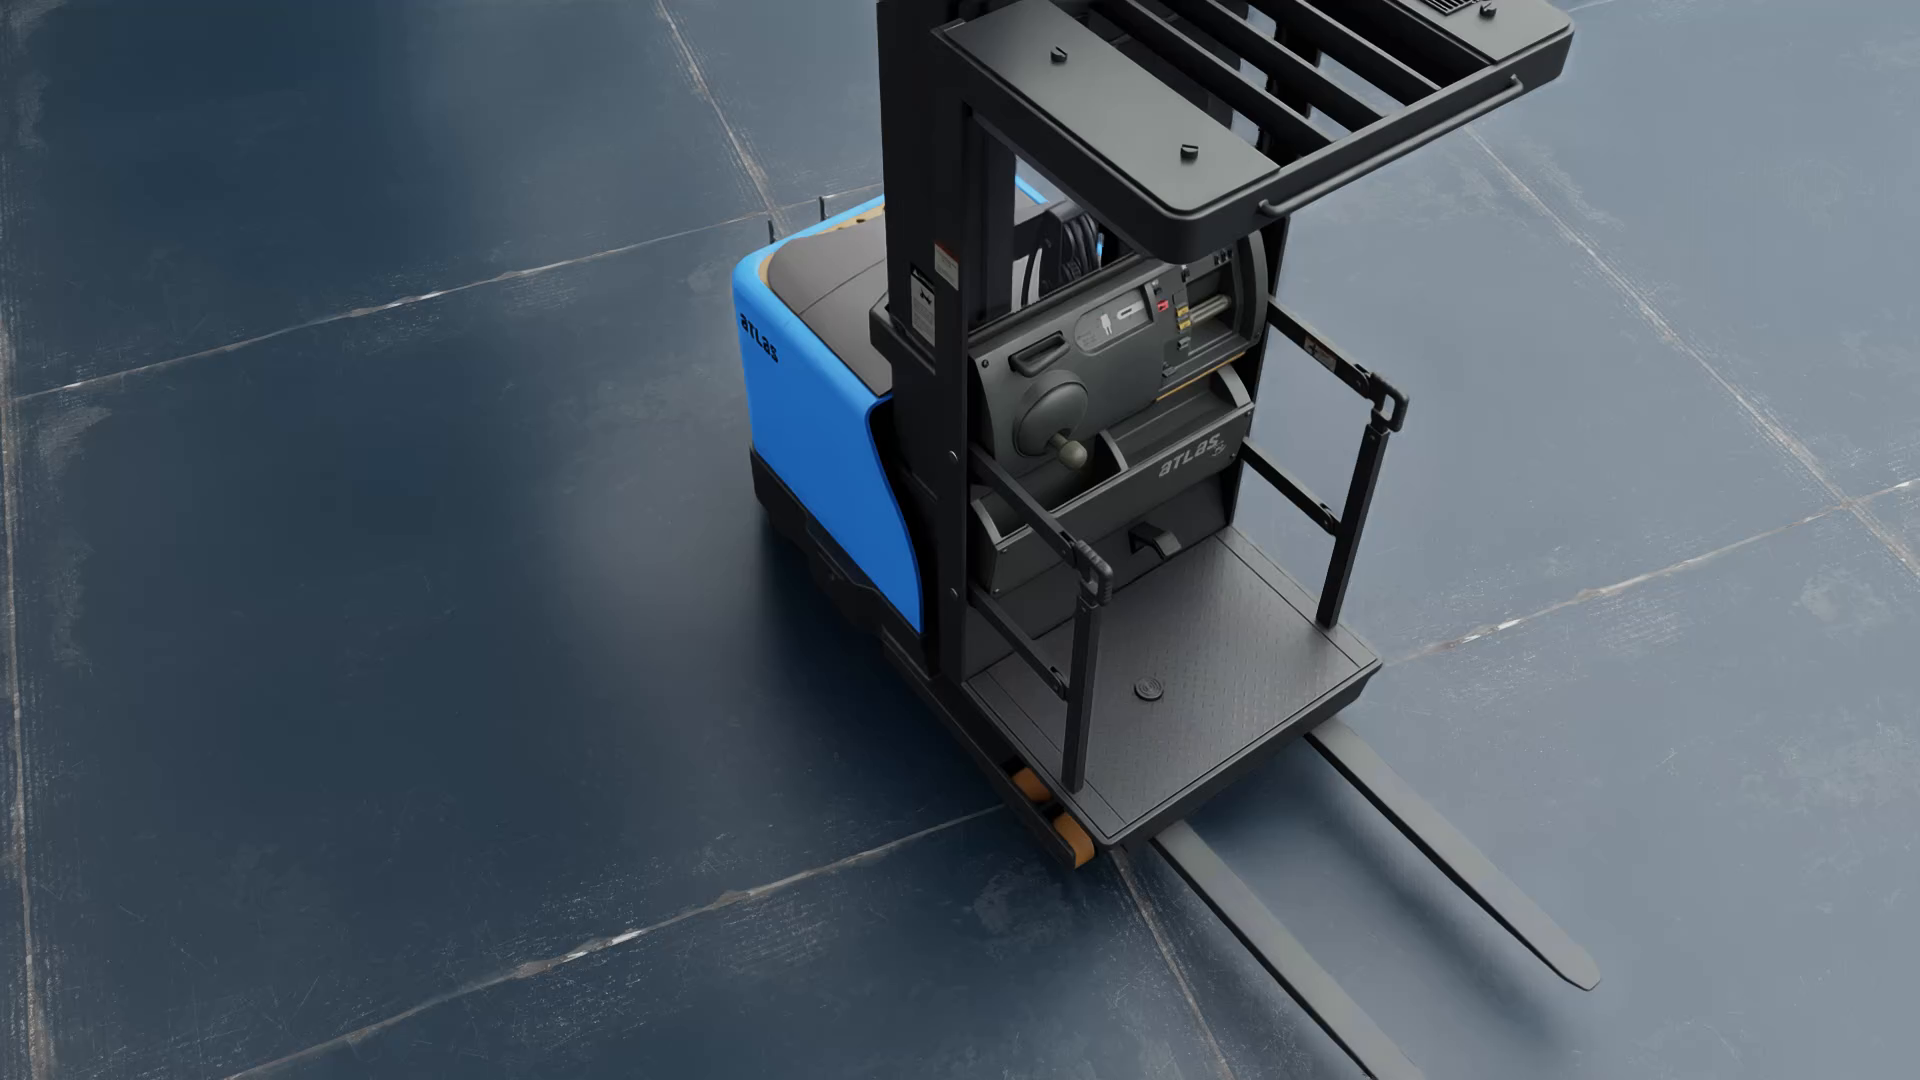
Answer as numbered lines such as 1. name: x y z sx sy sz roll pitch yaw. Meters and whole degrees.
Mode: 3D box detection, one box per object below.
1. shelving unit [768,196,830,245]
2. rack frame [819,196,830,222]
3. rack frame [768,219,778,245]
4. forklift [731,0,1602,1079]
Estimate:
1. shelving unit: -0.477 -0.737 5.790 0.210 0.900 0.258 -30 56 -23
2. rack frame: -0.396 -0.784 5.830 0.006 0.900 0.240 -30 56 -23
3. rack frame: -0.558 -0.690 5.749 0.006 0.900 0.240 -30 56 -23
4. forklift: 0.558 -0.413 4.173 1.130 2.935 3.031 -29 55 -23
